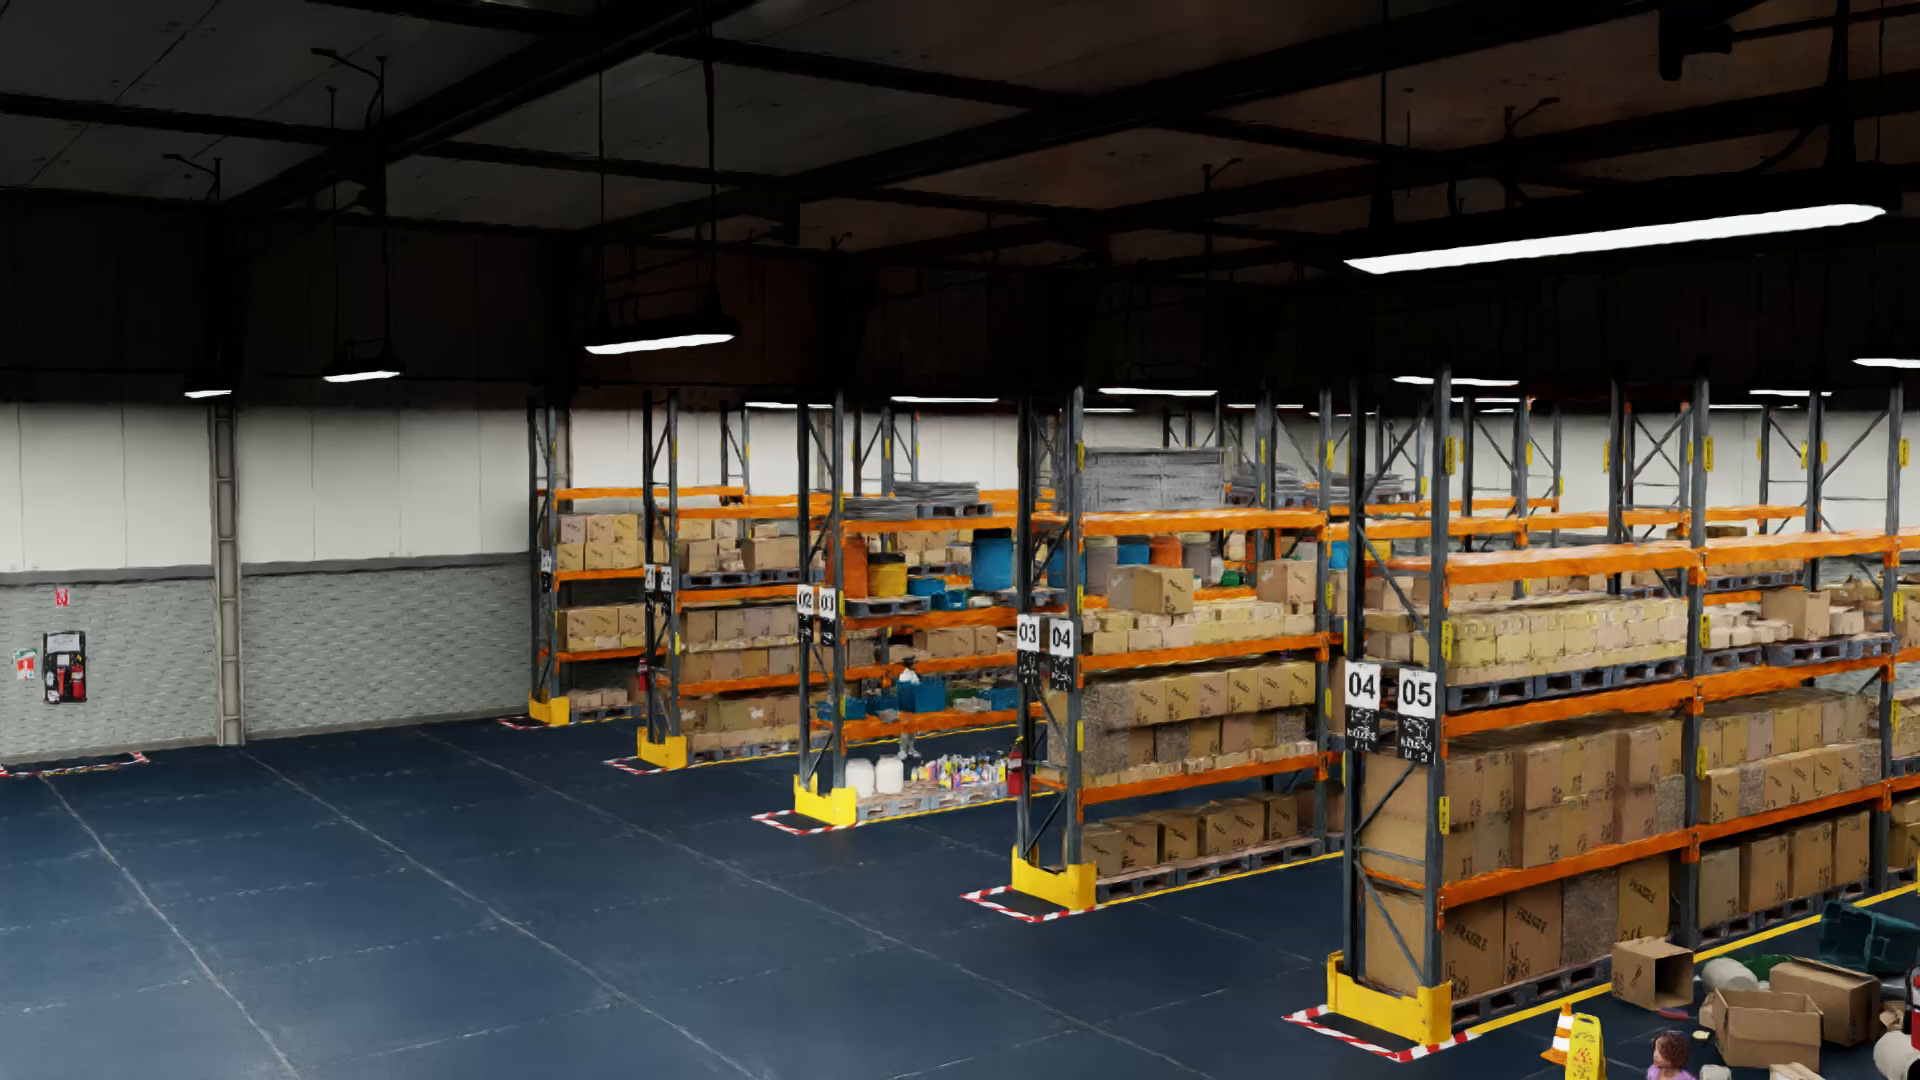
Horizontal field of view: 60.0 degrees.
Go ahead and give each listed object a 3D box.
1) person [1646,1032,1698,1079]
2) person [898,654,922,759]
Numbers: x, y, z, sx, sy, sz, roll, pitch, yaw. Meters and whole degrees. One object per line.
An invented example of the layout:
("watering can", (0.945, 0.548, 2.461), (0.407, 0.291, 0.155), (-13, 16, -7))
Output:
("person", (4.399, 3.775, 10.249), (0.962, 1.532, 0.408), (-2, 4, -26))
("person", (-0.816, 2.735, 27.322), (0.361, 1.728, 0.538), (2, 4, 25))
